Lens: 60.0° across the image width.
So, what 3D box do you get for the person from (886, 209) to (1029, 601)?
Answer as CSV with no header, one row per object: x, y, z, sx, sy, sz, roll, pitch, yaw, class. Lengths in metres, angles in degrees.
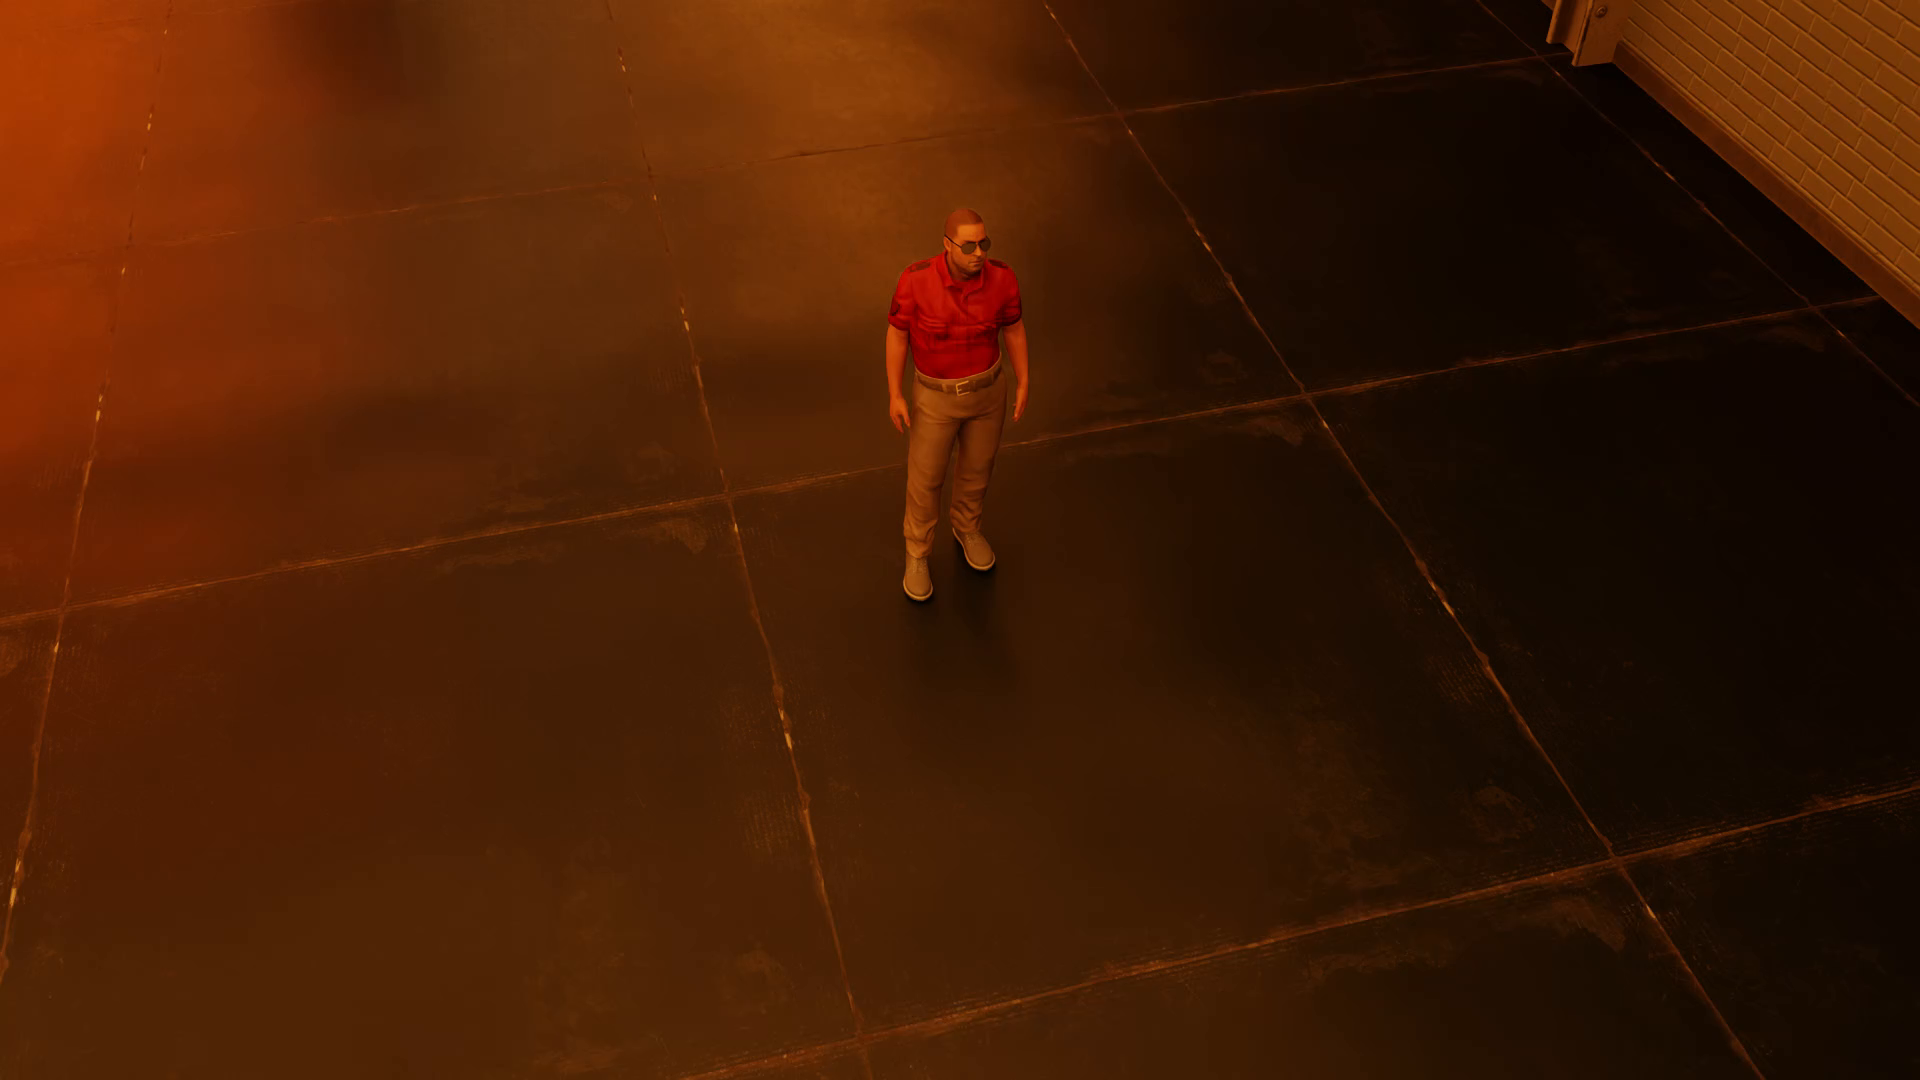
0.011,-0.572,7.115,0.640,1.727,0.551,-10,44,-11,person
